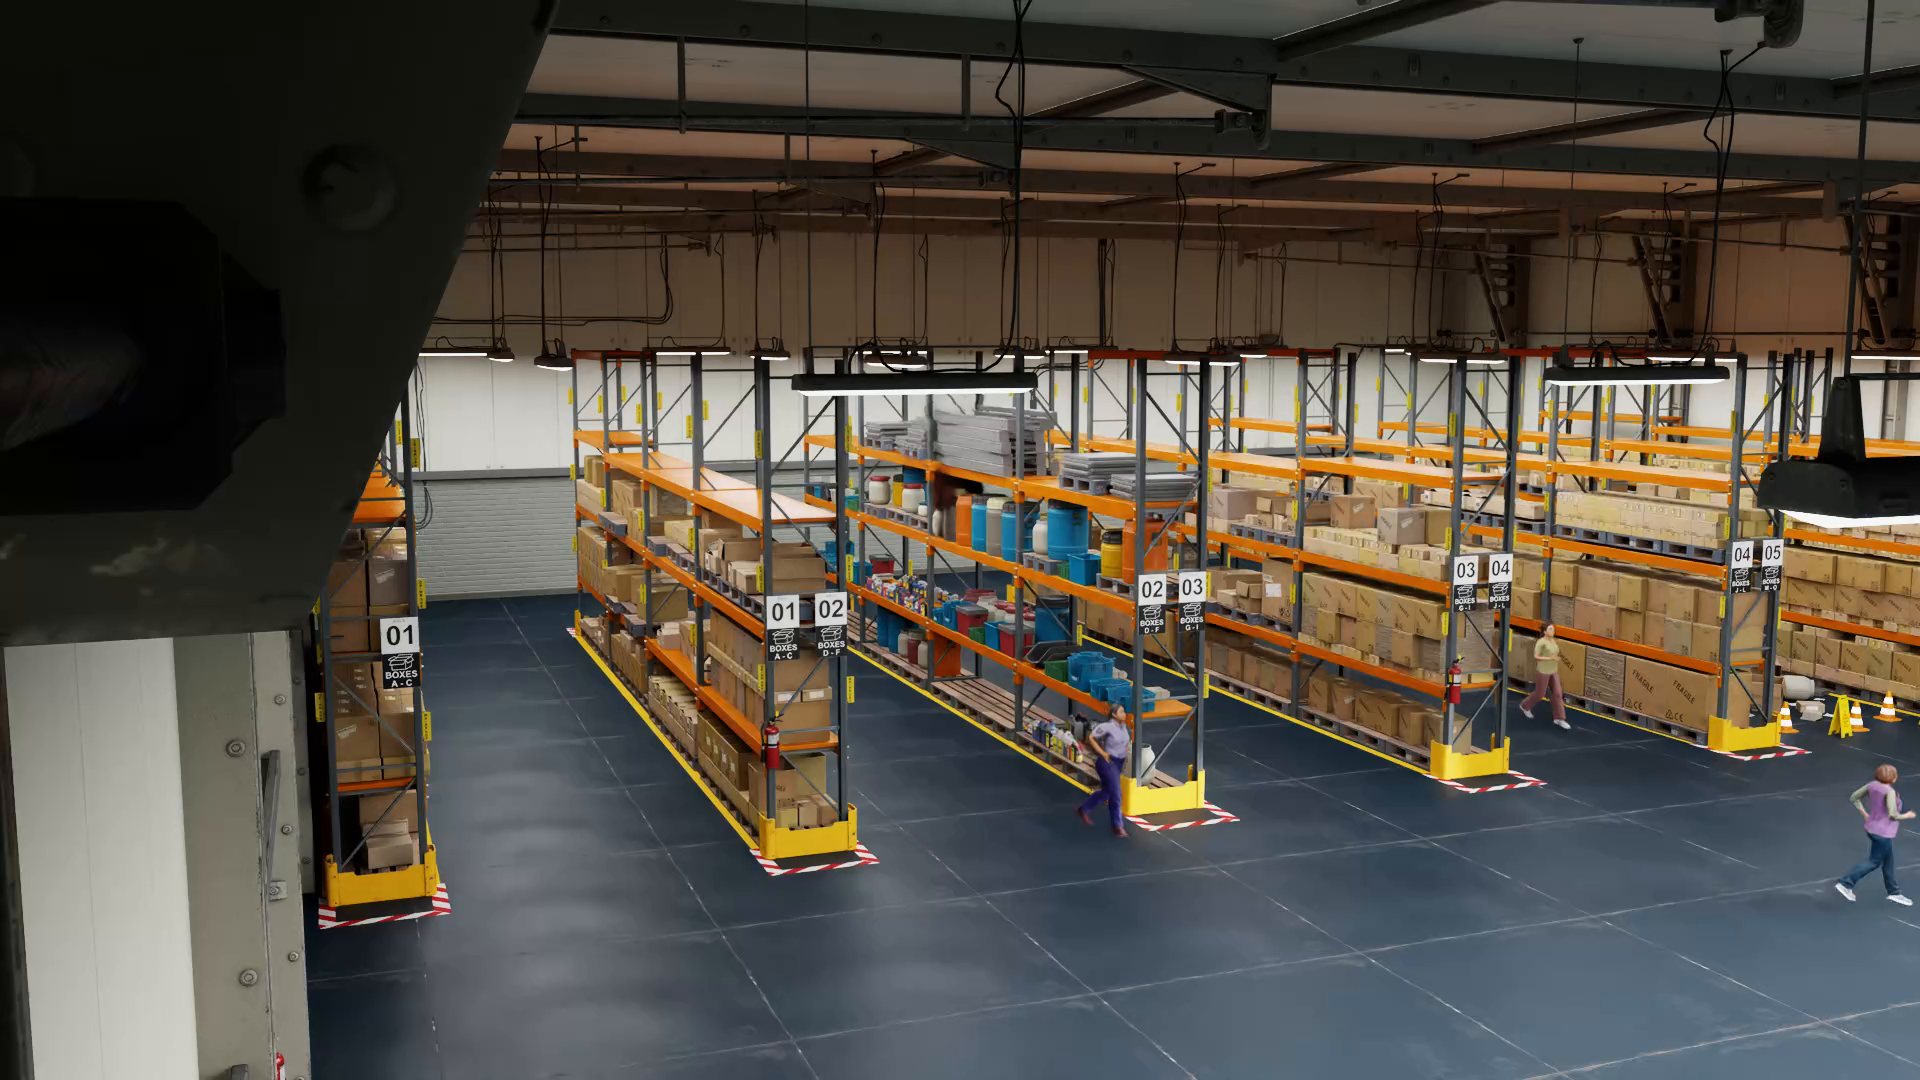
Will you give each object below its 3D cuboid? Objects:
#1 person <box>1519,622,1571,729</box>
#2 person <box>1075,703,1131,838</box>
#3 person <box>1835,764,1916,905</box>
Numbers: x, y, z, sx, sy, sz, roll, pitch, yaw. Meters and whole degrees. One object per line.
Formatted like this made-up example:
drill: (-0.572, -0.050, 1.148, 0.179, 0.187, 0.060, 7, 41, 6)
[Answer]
person: (9.455, 2.150, 26.824, 0.574, 1.674, 0.950, -4, 8, -31)
person: (1.916, 2.912, 21.280, 0.850, 1.668, 0.621, 5, 8, 33)
person: (10.117, 3.249, 18.306, 0.872, 1.602, 0.539, 1, 7, 4)
